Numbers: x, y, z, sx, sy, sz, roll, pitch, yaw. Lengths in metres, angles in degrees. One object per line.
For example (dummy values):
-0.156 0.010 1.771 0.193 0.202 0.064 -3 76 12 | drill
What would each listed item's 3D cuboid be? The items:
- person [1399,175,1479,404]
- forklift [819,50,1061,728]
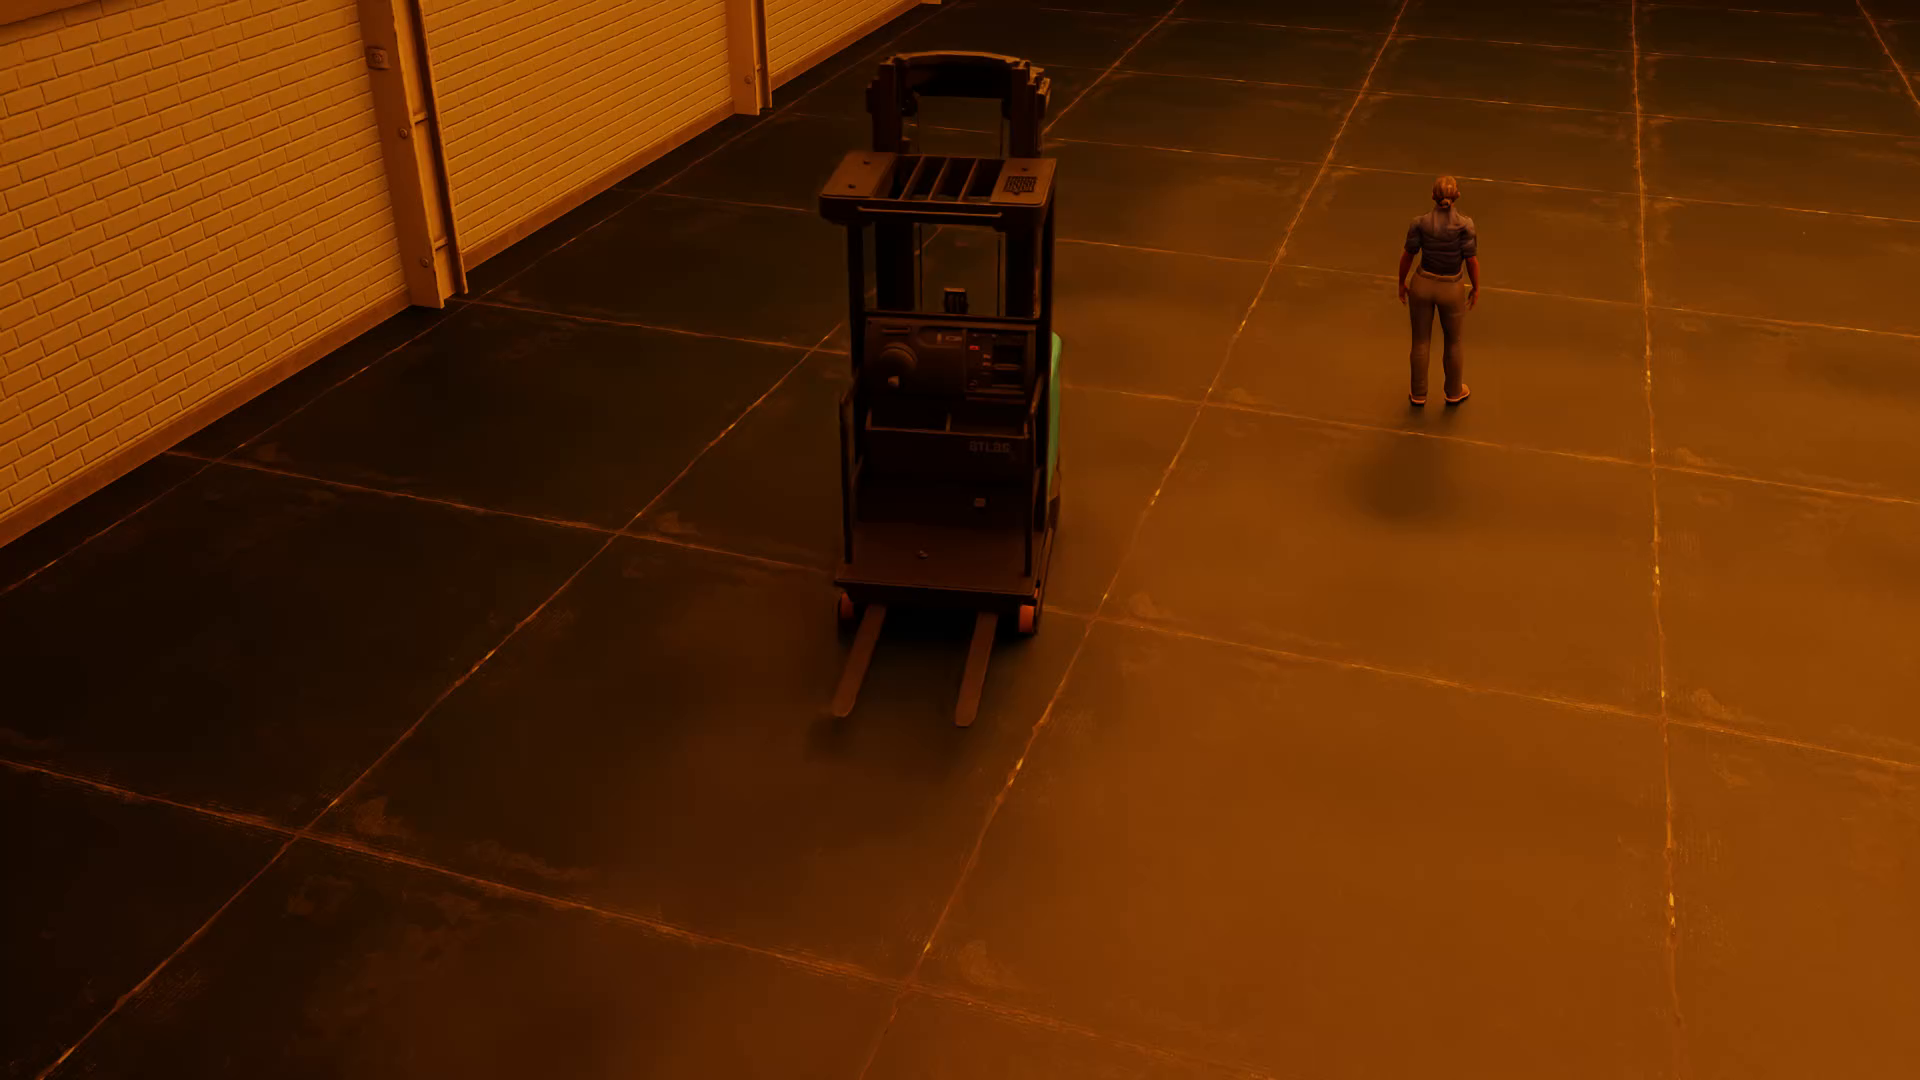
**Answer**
3.310 -1.724 11.448 0.569 1.645 0.503 12 32 20 | person
-0.084 -0.938 8.782 1.130 2.935 3.031 4 30 7 | forklift
